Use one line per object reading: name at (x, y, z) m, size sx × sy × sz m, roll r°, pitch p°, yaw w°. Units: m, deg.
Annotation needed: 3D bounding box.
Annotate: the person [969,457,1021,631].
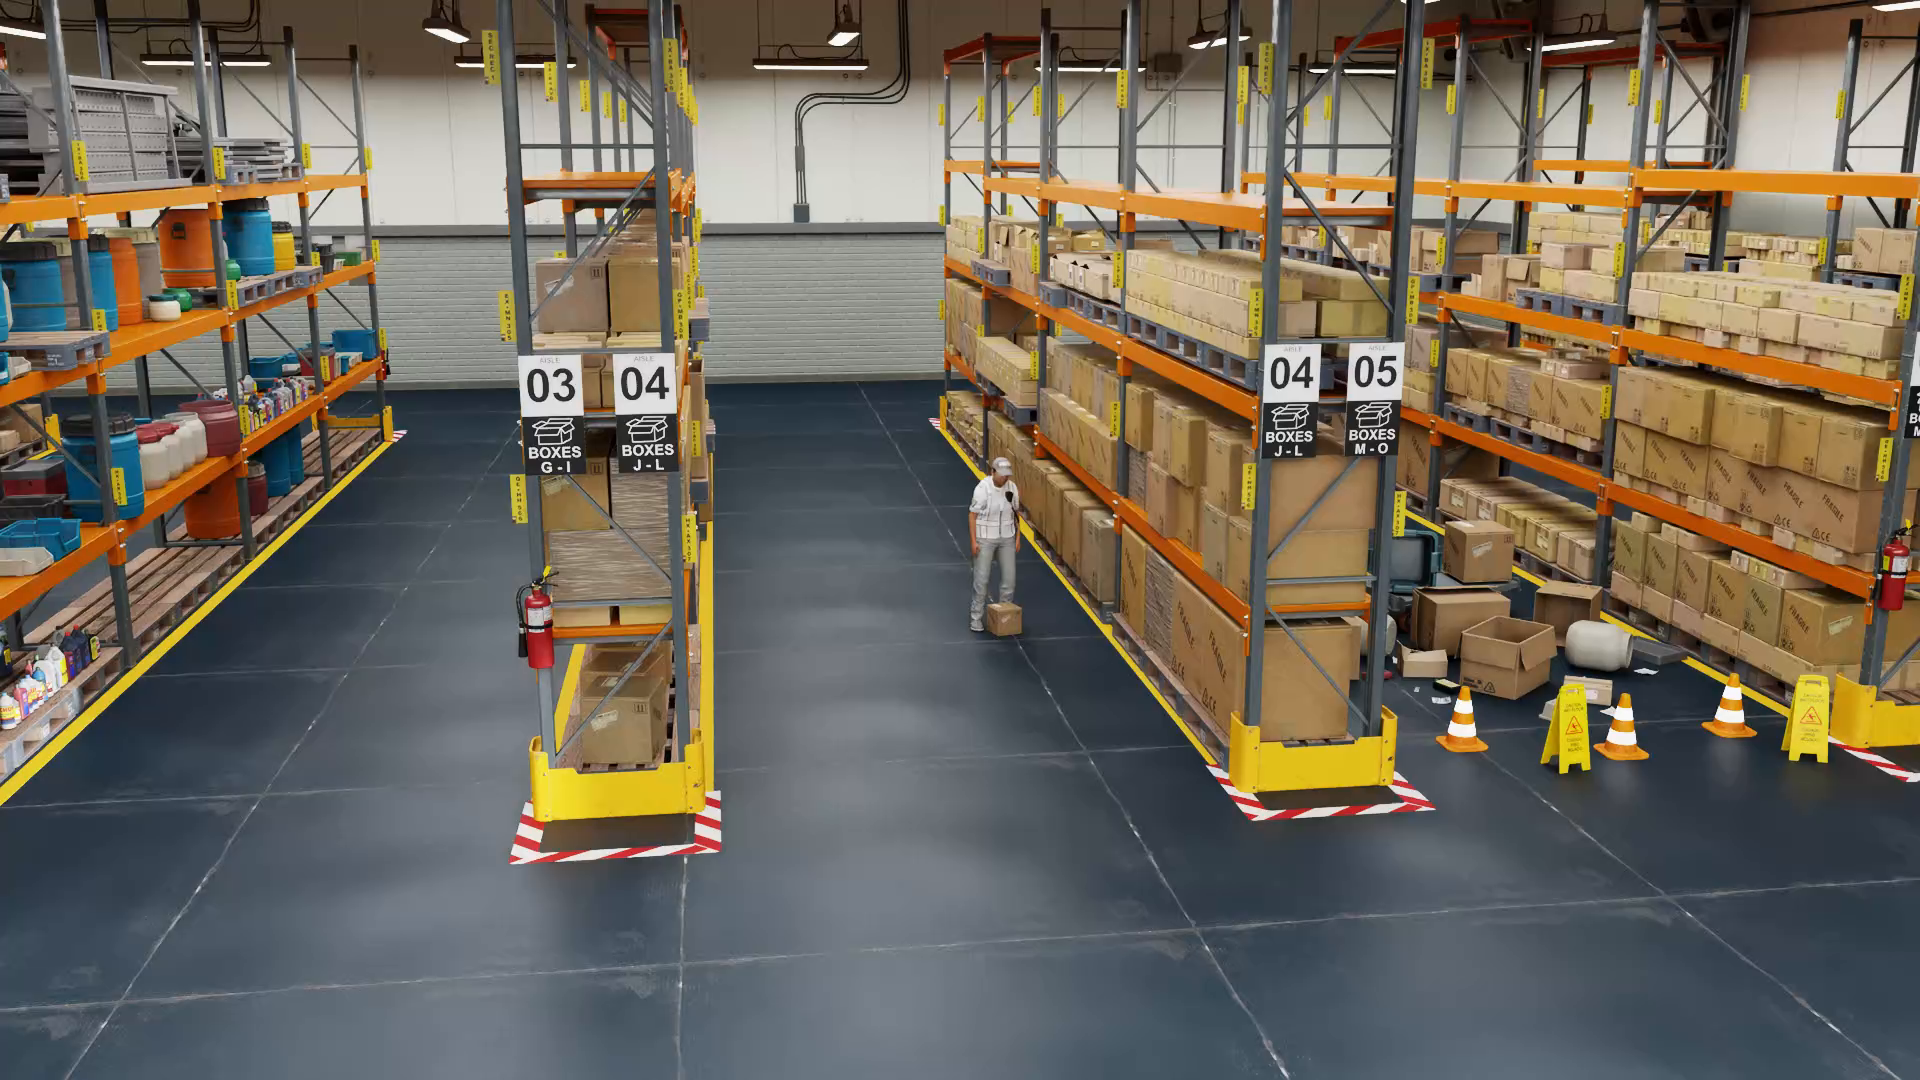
person at (0.337, 0.019, 15.897) m, size 0.550 × 1.663 × 0.476 m, roll -5°, pitch 14°, yaw -22°
